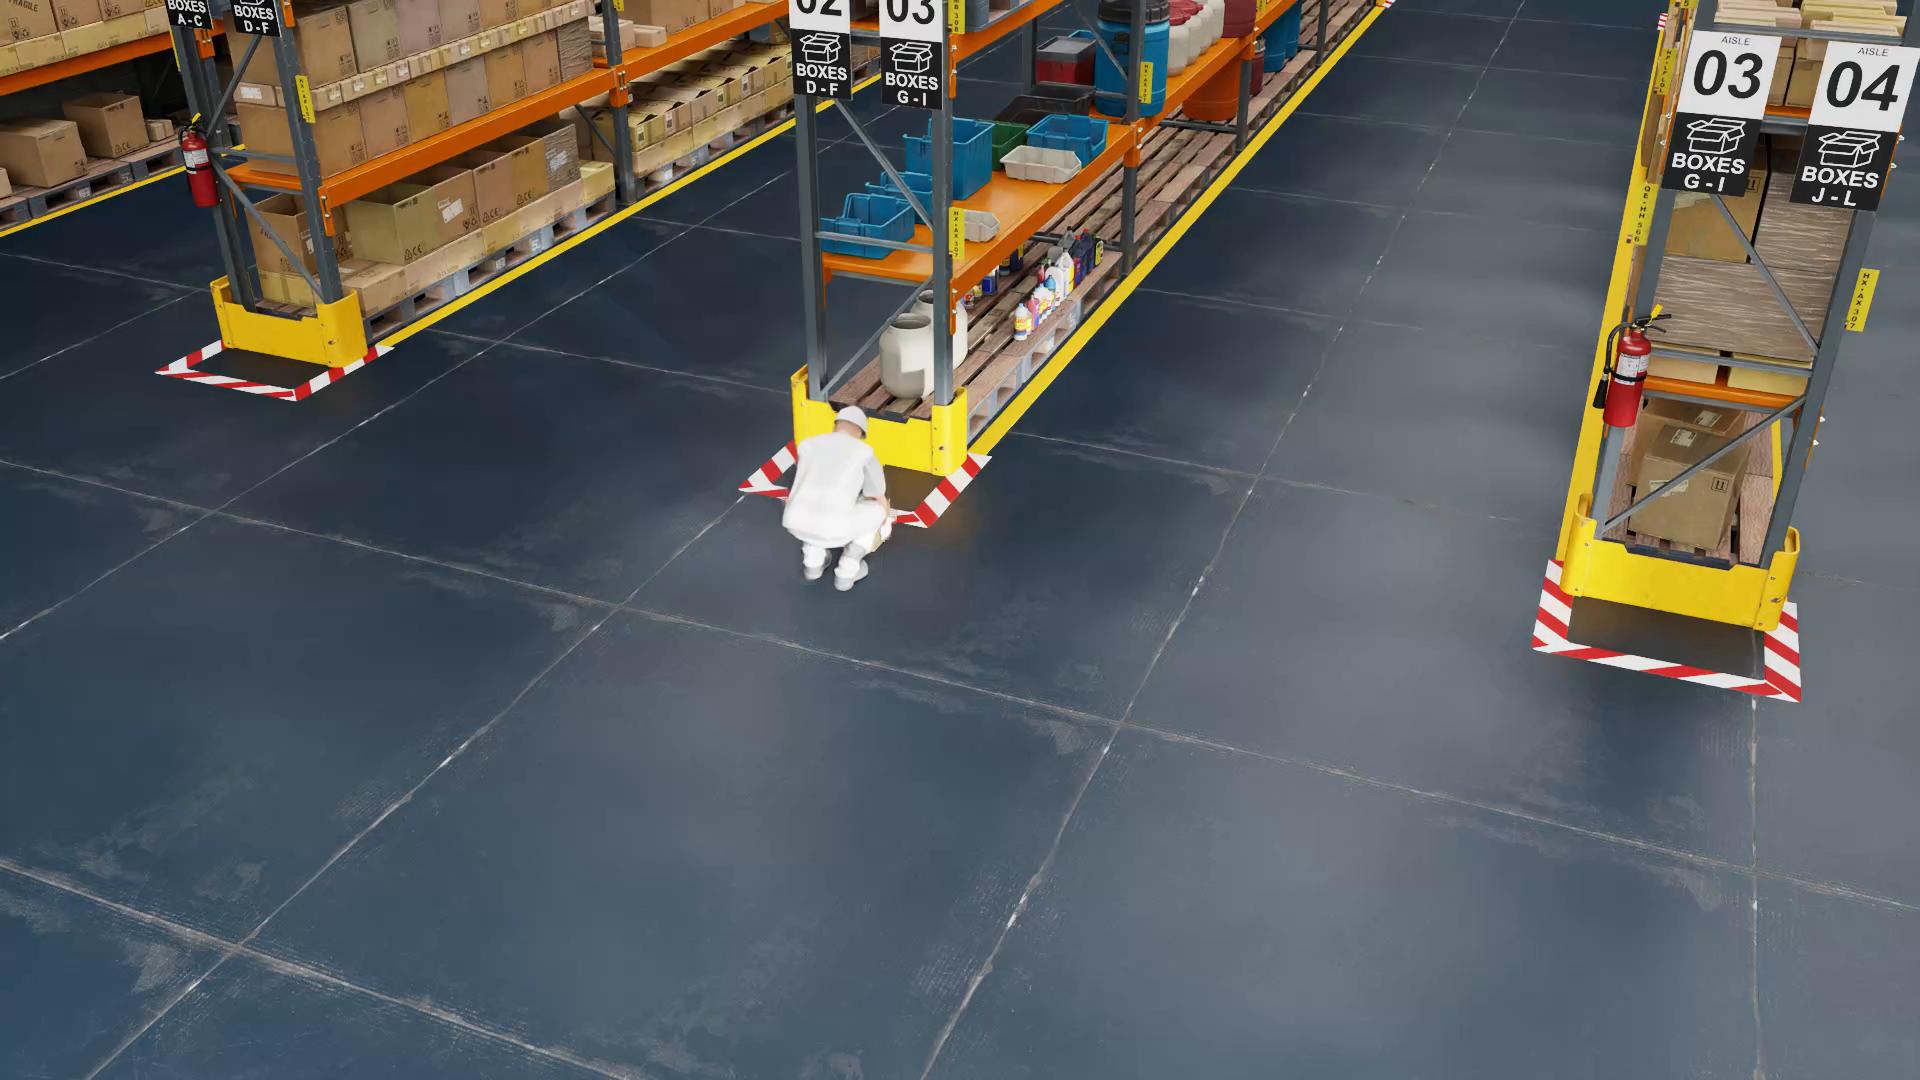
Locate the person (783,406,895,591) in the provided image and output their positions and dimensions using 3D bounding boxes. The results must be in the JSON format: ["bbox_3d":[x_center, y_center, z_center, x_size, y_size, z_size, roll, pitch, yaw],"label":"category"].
[{"bbox_3d":[-0.730,-0.238,9.730,0.567,0.883,0.888,11,31,19],"label":"person"}]
